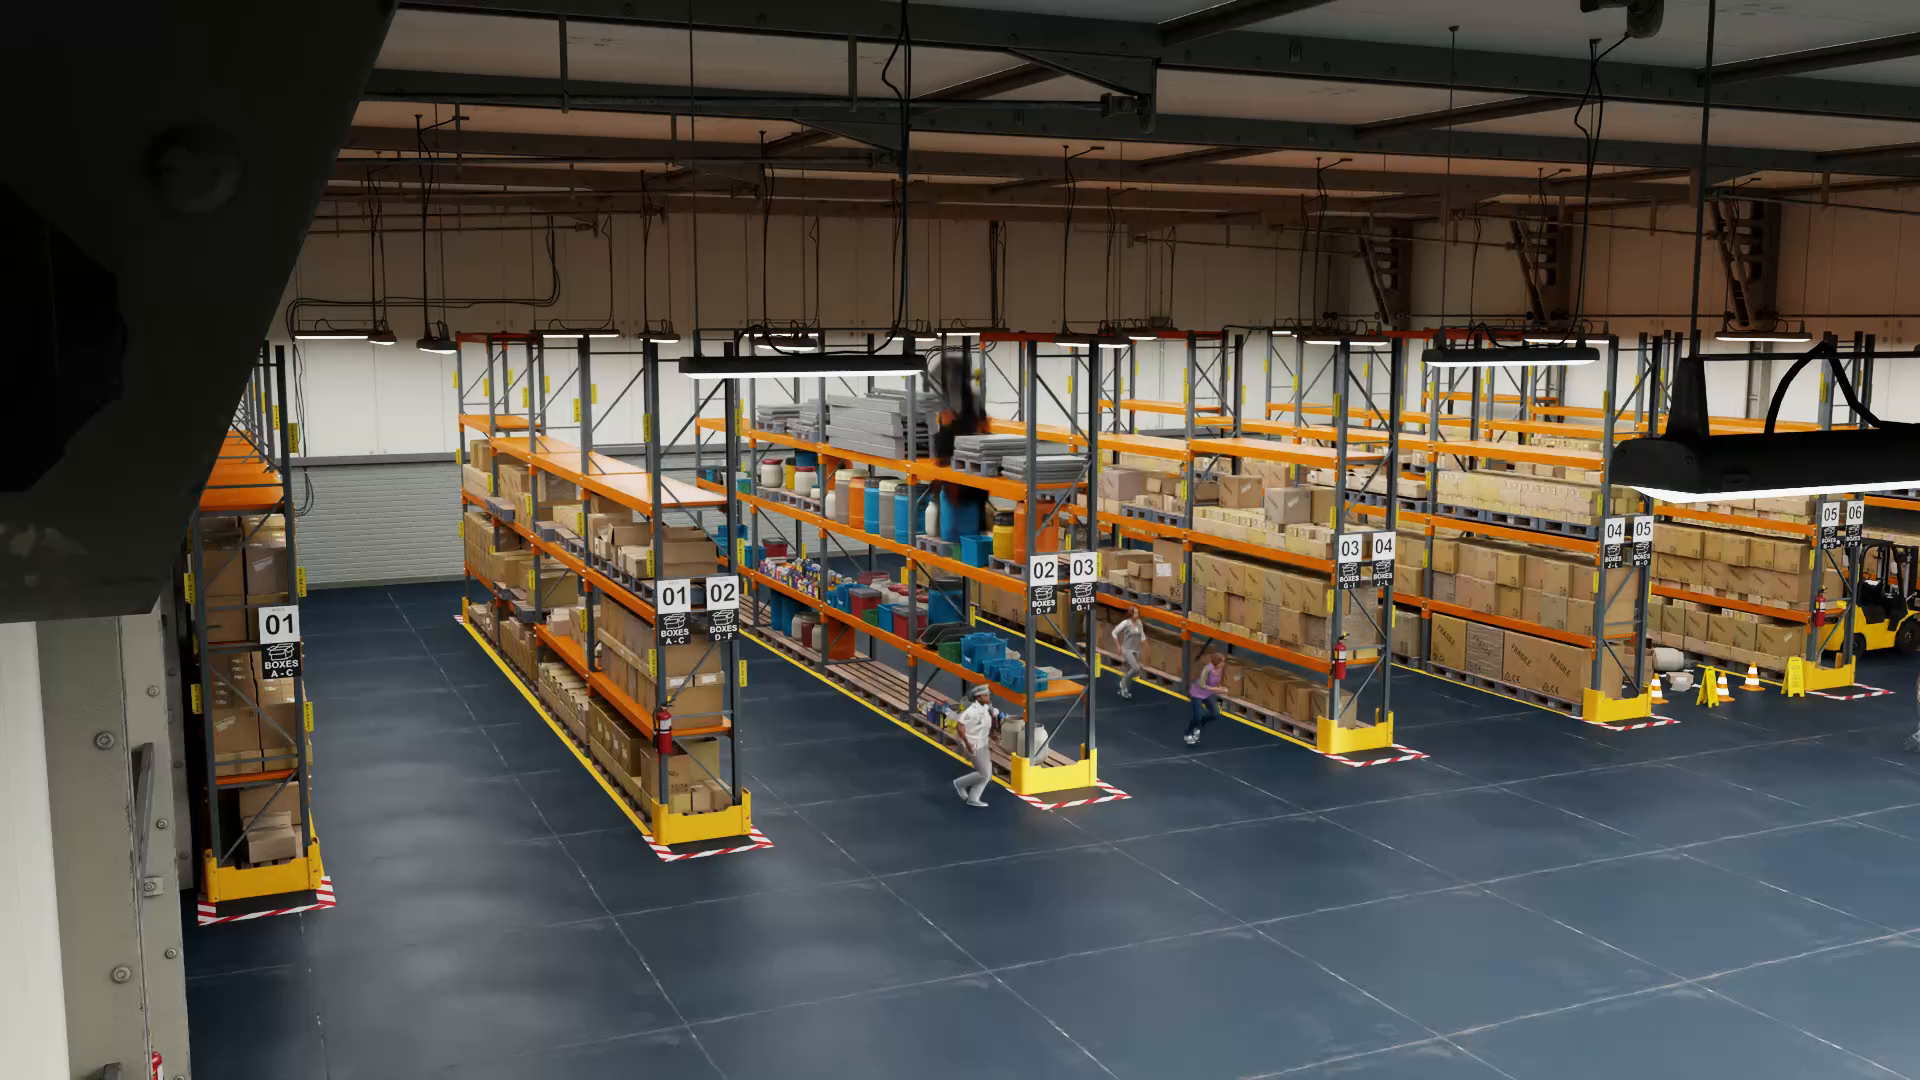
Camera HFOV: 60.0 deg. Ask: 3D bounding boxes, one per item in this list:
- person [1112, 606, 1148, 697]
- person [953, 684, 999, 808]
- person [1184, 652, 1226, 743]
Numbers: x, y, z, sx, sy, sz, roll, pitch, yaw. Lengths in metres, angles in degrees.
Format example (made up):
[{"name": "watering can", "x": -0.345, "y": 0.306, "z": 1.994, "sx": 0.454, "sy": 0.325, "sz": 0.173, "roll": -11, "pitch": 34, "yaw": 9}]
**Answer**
[{"name": "person", "x": 2.835, "y": 1.854, "z": 27.436, "sx": 0.504, "sy": 1.557, "sz": 0.690, "roll": -6, "pitch": 9, "yaw": -36}, {"name": "person", "x": 0.214, "y": 2.649, "z": 21.474, "sx": 0.586, "sy": 1.637, "sz": 0.596, "roll": 4, "pitch": 9, "yaw": 25}, {"name": "person", "x": 3.661, "y": 2.323, "z": 24.520, "sx": 0.570, "sy": 1.441, "sz": 0.828, "roll": -6, "pitch": 10, "yaw": -40}]
